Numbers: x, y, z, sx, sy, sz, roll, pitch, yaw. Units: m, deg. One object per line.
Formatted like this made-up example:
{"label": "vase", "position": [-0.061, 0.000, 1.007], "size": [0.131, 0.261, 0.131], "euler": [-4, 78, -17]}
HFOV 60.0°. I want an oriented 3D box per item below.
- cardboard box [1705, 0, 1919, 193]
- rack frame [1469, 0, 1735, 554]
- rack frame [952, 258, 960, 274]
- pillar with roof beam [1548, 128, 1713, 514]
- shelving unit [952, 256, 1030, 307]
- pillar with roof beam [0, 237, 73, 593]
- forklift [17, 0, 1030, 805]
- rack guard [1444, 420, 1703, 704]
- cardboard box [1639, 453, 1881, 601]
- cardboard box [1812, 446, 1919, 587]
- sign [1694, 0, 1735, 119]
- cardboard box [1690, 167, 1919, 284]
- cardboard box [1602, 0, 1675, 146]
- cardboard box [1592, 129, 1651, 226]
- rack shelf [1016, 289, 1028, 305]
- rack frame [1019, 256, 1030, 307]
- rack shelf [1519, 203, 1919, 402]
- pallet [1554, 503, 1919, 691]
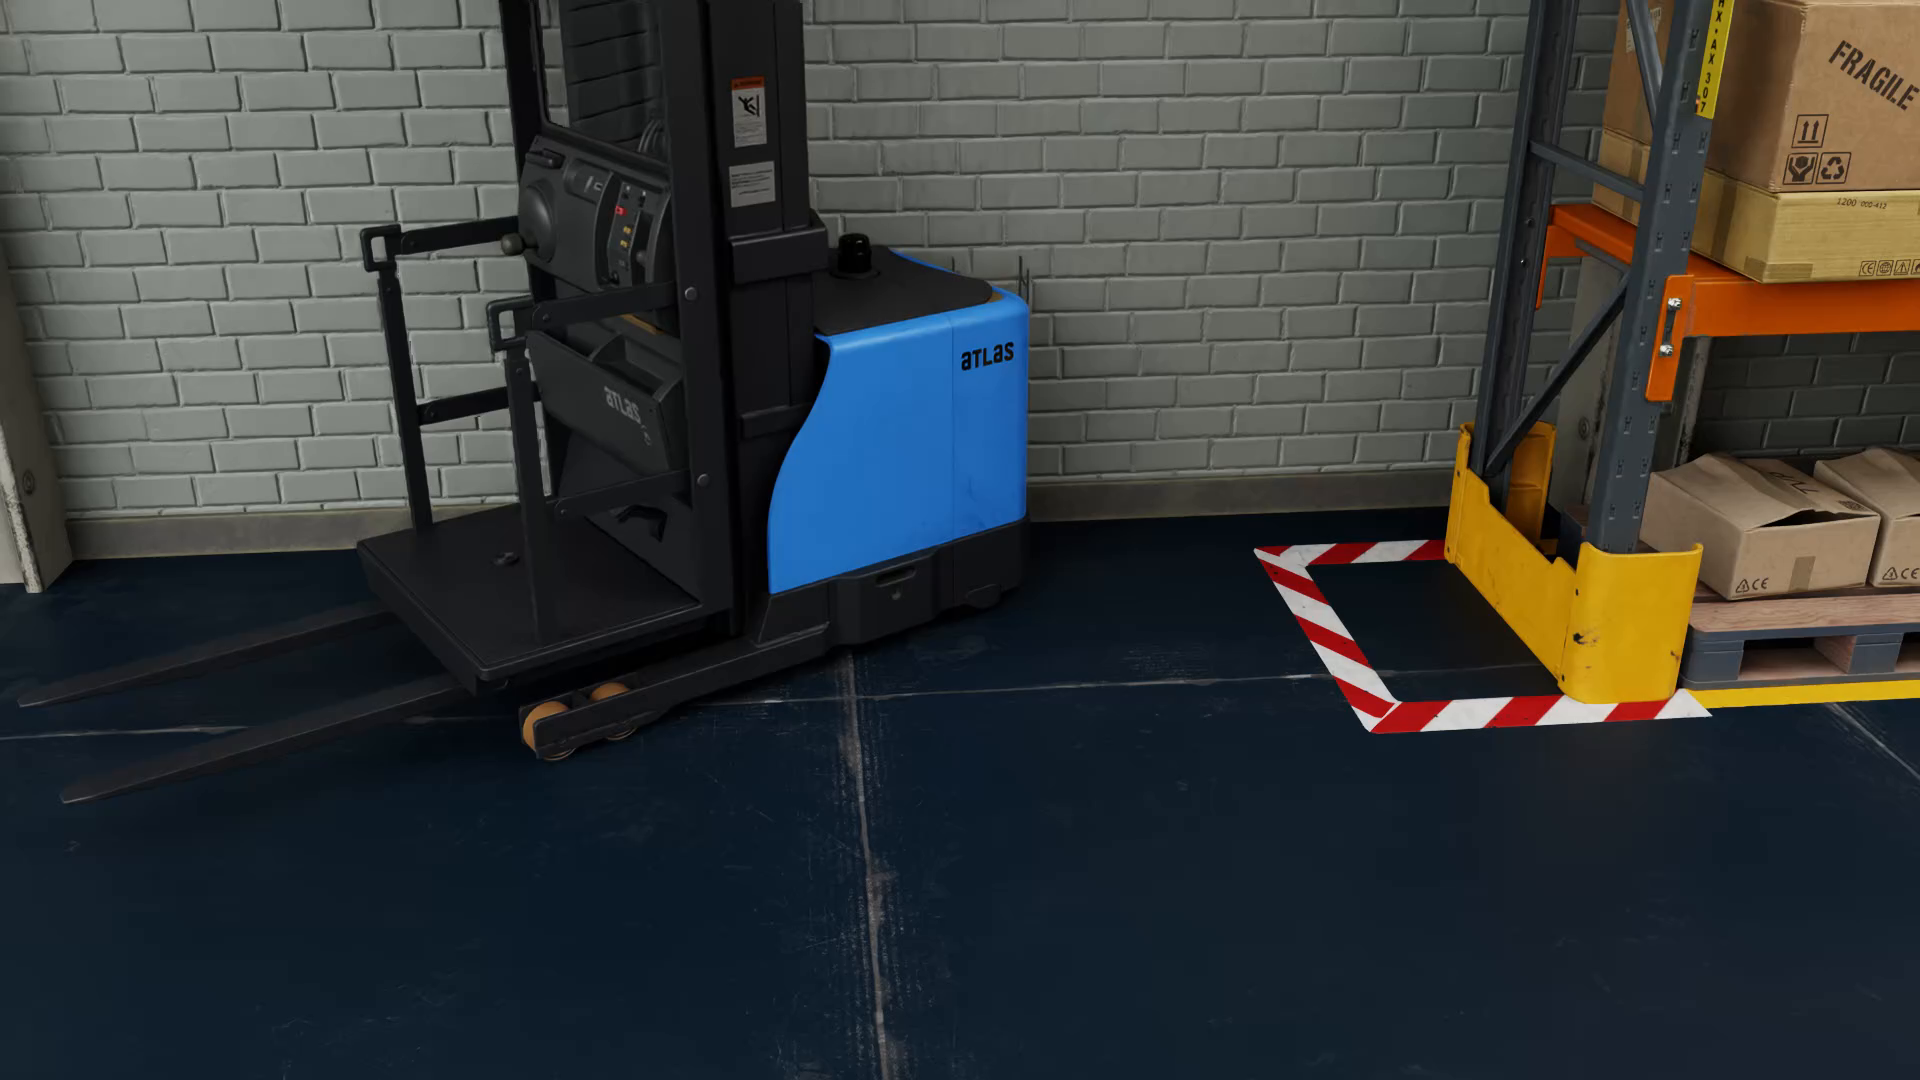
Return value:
{"label": "cardboard box", "position": [2.433, -1.284, 4.683], "size": [0.500, 0.500, 0.500], "euler": [-2, 24, -5]}
{"label": "rack frame", "position": [1.928, -1.104, 5.040], "size": [0.127, 3.000, 1.000], "euler": [-2, 24, -5]}
{"label": "rack frame", "position": [-0.014, -0.487, 6.051], "size": [0.008, 1.050, 0.200], "euler": [-3, 24, -6]}
{"label": "pillar with roof beam", "position": [2.963, -2.482, 0.756], "size": [0.400, 9.000, 9.100], "euler": [-2, 24, -5]}
{"label": "shelving unit", "position": [0.107, -0.493, 6.064], "size": [0.252, 1.050, 0.215], "euler": [-3, 24, -6]}
{"label": "pillar with roof beam", "position": [-3.008, -2.243, 0.217], "size": [0.400, 9.000, 9.100], "euler": [-2, 24, -5]}
{"label": "forklift", "position": [-1.247, -0.944, 4.766], "size": [3.031, 2.935, 1.130], "euler": [-17, 29, -33]}
{"label": "rack guard", "position": [2.004, 0.036, 5.554], "size": [0.348, 0.500, 1.175], "euler": [-2, 24, -5]}
{"label": "cardboard box", "position": [2.626, -0.067, 5.477], "size": [0.500, 0.311, 0.500], "euler": [-5, 24, -11]}
{"label": "cardboard box", "position": [3.193, -0.090, 5.528], "size": [0.500, 0.311, 0.500], "euler": [0, 24, -1]}
{"label": "sign", "position": [1.982, -1.280, 4.371], "size": [0.005, 0.325, 0.100], "euler": [-2, 24, -5]}
{"label": "cardboard box", "position": [2.445, -0.935, 4.821], "size": [0.500, 0.250, 0.500], "euler": [-3, 24, -7]}
{"label": "cardboard box", "position": [2.376, -1.492, 5.150], "size": [0.500, 0.500, 0.500], "euler": [-3, 24, -6]}
{"label": "cardboard box", "position": [2.374, -1.141, 5.284], "size": [0.500, 0.250, 0.500], "euler": [-2, 24, -4]}
{"label": "rack shelf", "position": [0.107, -0.743, 5.954], "size": [0.240, 0.259, 0.215], "euler": [-3, 24, -6]}
{"label": "rack frame", "position": [0.228, -0.498, 6.077], "size": [0.008, 1.050, 0.200], "euler": [-3, 24, -6]}
{"label": "rack shelf", "position": [3.918, -0.855, 5.366], "size": [4.000, 0.370, 1.077], "euler": [-2, 24, -5]}
{"label": "pallet", "position": [2.816, 0.149, 5.654], "size": [1.213, 0.211, 1.003], "euler": [-2, 24, -5]}
